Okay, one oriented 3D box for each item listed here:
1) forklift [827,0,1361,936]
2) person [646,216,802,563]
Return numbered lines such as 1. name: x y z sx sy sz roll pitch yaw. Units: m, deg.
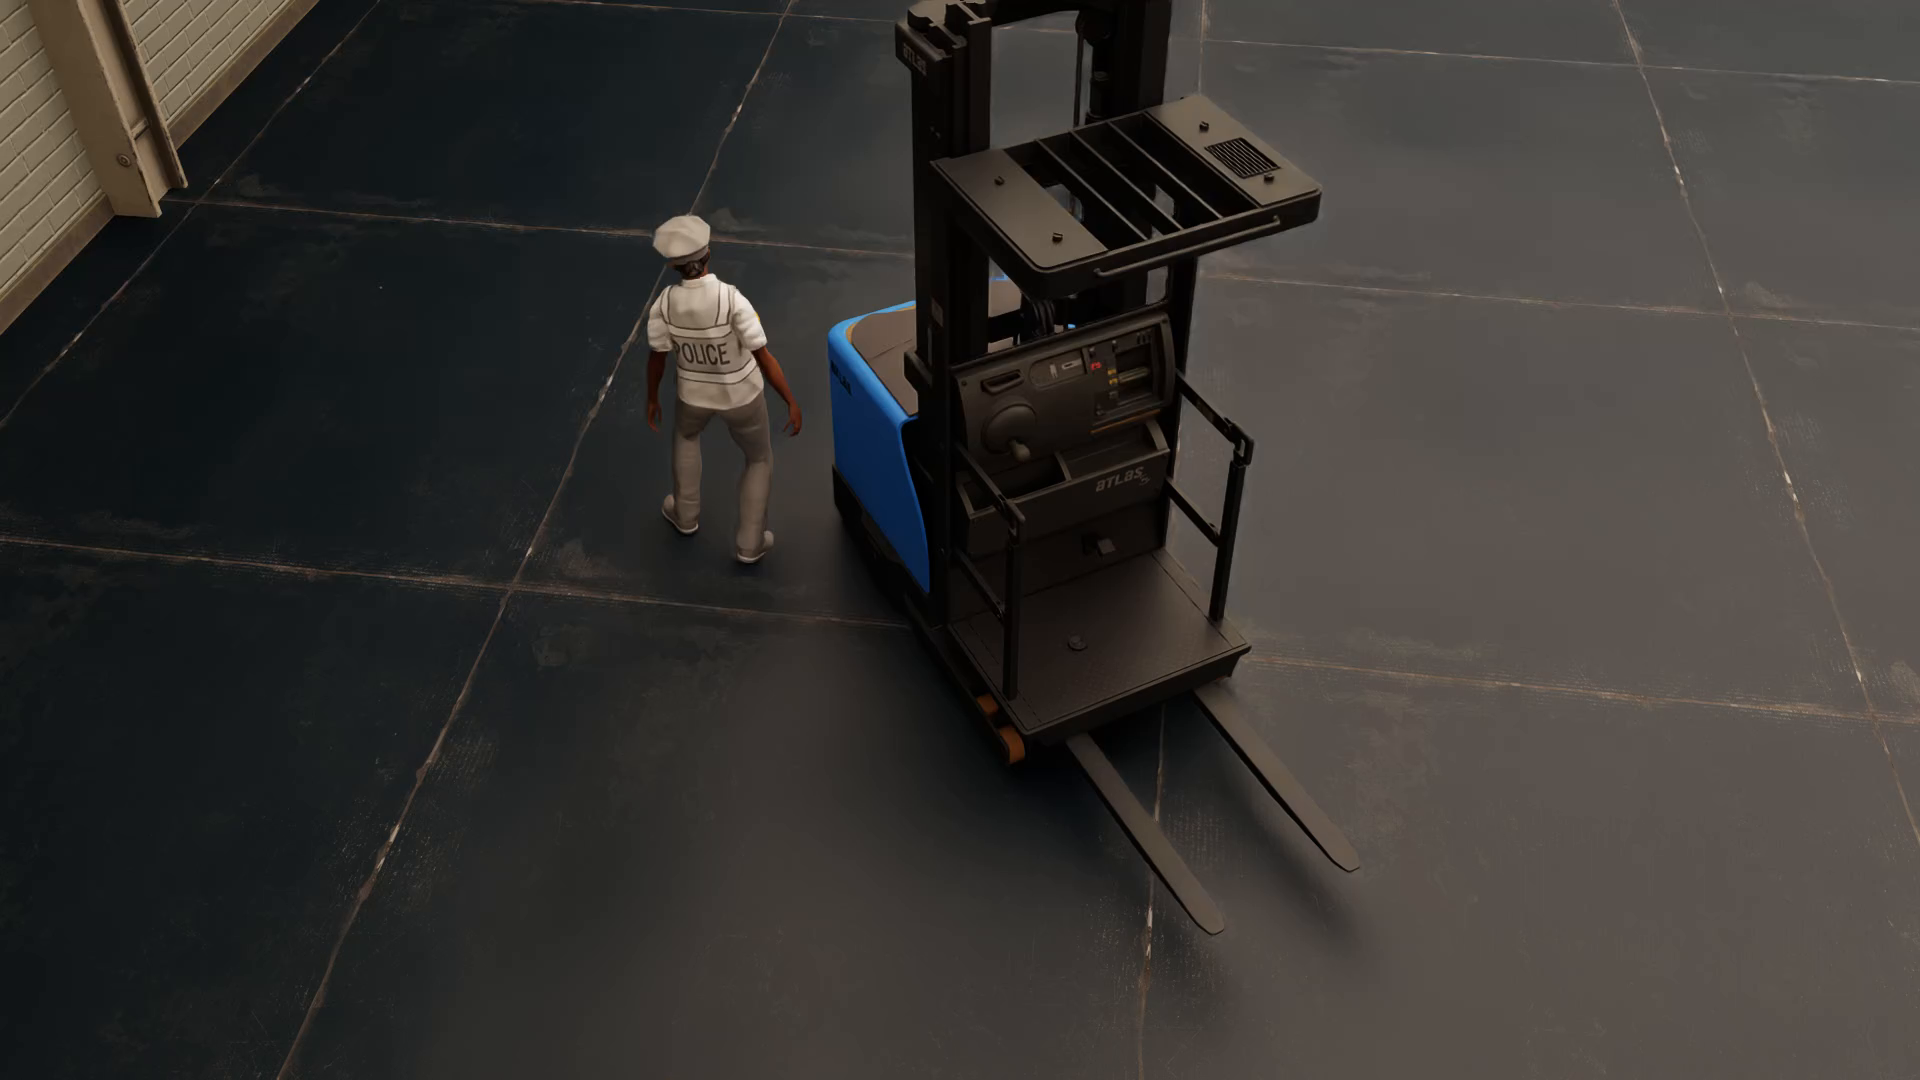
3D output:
1. forklift: 0.517 -0.501 6.270 1.130 2.935 3.031 -19 46 -20
2. person: -1.077 -0.612 7.416 0.792 1.646 0.454 9 43 10
